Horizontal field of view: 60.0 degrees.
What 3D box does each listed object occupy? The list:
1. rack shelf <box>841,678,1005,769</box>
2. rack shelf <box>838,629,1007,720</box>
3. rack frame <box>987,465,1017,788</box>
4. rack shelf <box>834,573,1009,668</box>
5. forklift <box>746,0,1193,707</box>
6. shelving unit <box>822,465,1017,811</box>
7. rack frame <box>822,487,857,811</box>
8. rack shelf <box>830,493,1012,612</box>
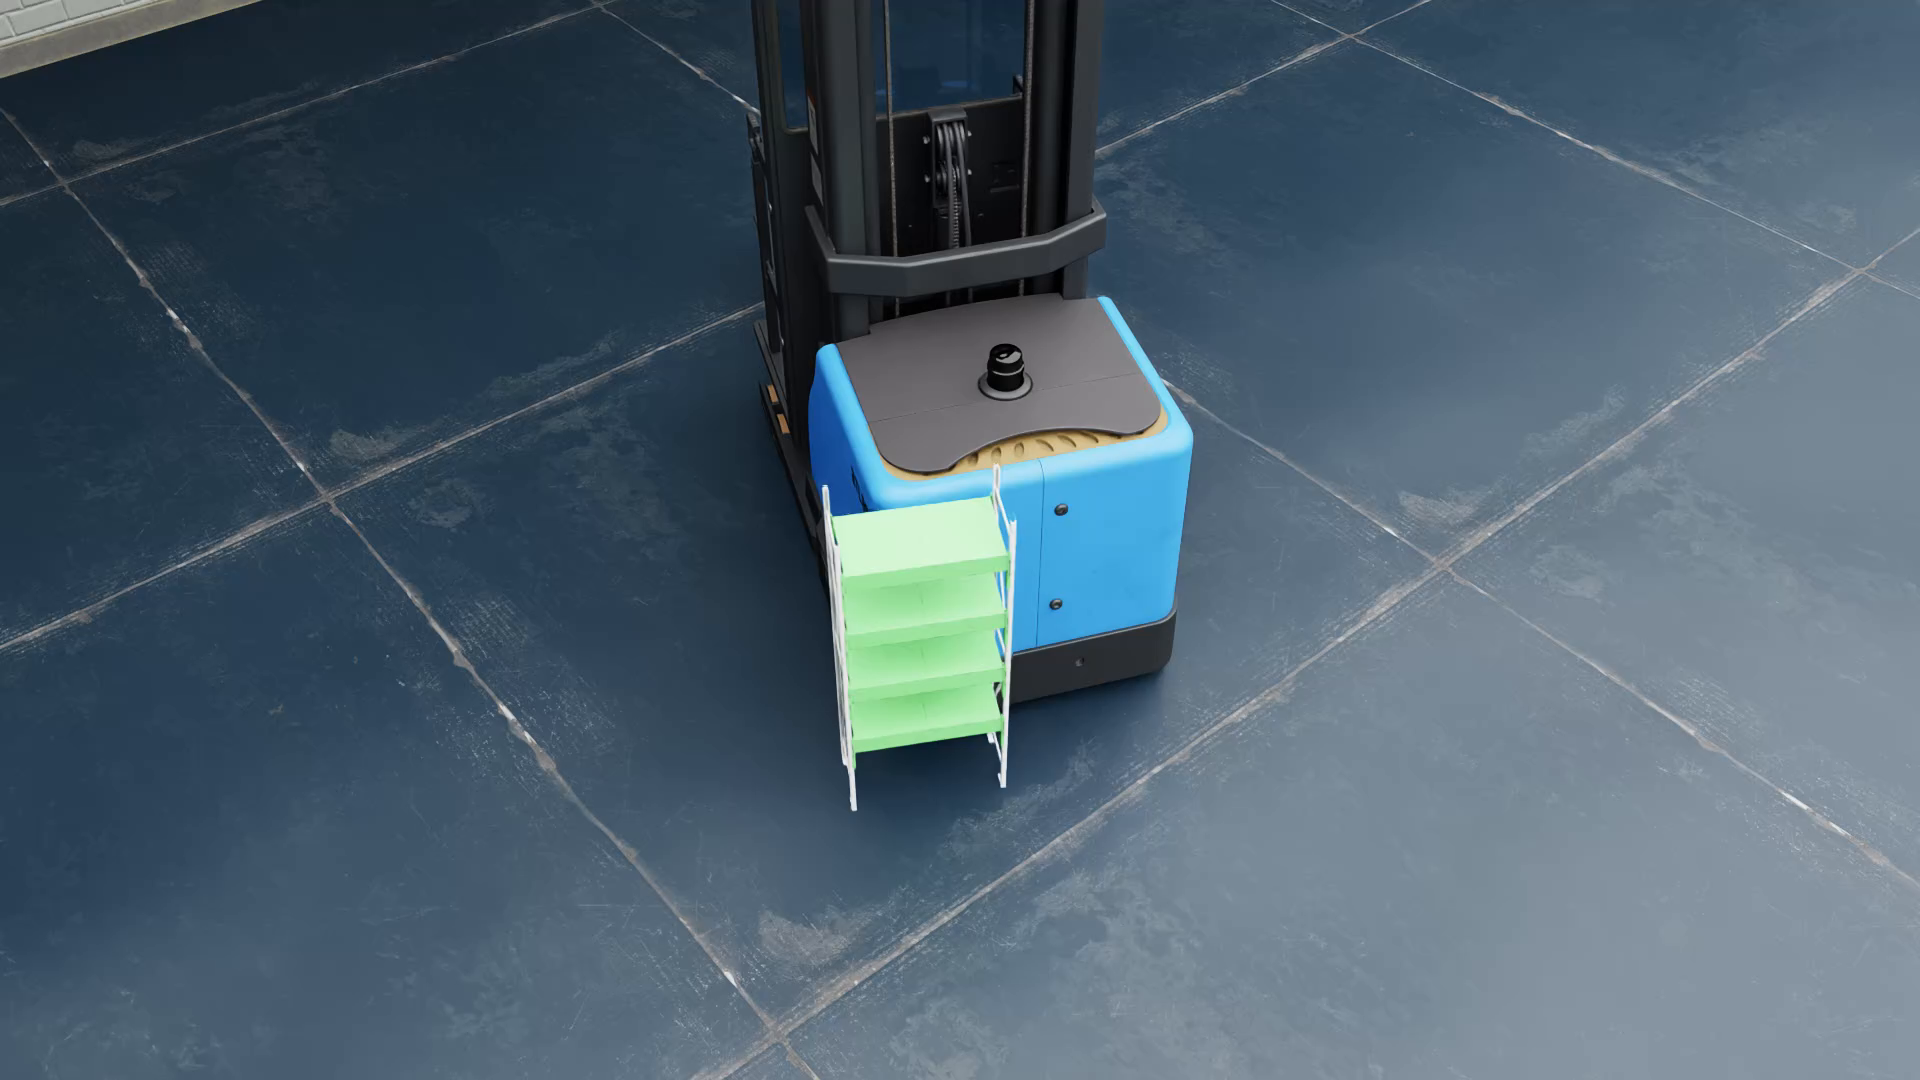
[{"bbox_3d":[-0.120,0.542,5.234,0.480,0.148,0.258,-8,46,-8],"label":"rack shelf"},{"bbox_3d":[-0.119,0.372,5.064,0.480,0.148,0.258,-8,46,-8],"label":"rack shelf"},{"bbox_3d":[0.121,0.295,5.053,0.015,1.200,0.240,-8,46,-8],"label":"rack frame"},{"bbox_3d":[-0.117,0.203,4.894,0.480,0.148,0.258,-8,46,-8],"label":"rack shelf"},{"bbox_3d":[-0.176,-1.477,5.682,1.130,2.935,3.031,-11,44,-12],"label":"forklift"},{"bbox_3d":[-0.118,0.327,5.019,0.503,1.200,0.258,-8,46,-8],"label":"shelving unit"},{"bbox_3d":[-0.358,0.360,4.985,0.015,1.200,0.240,-8,46,-8],"label":"rack frame"},{"bbox_3d":[-0.116,0.033,4.725,0.480,0.148,0.258,-8,46,-8],"label":"rack shelf"}]
